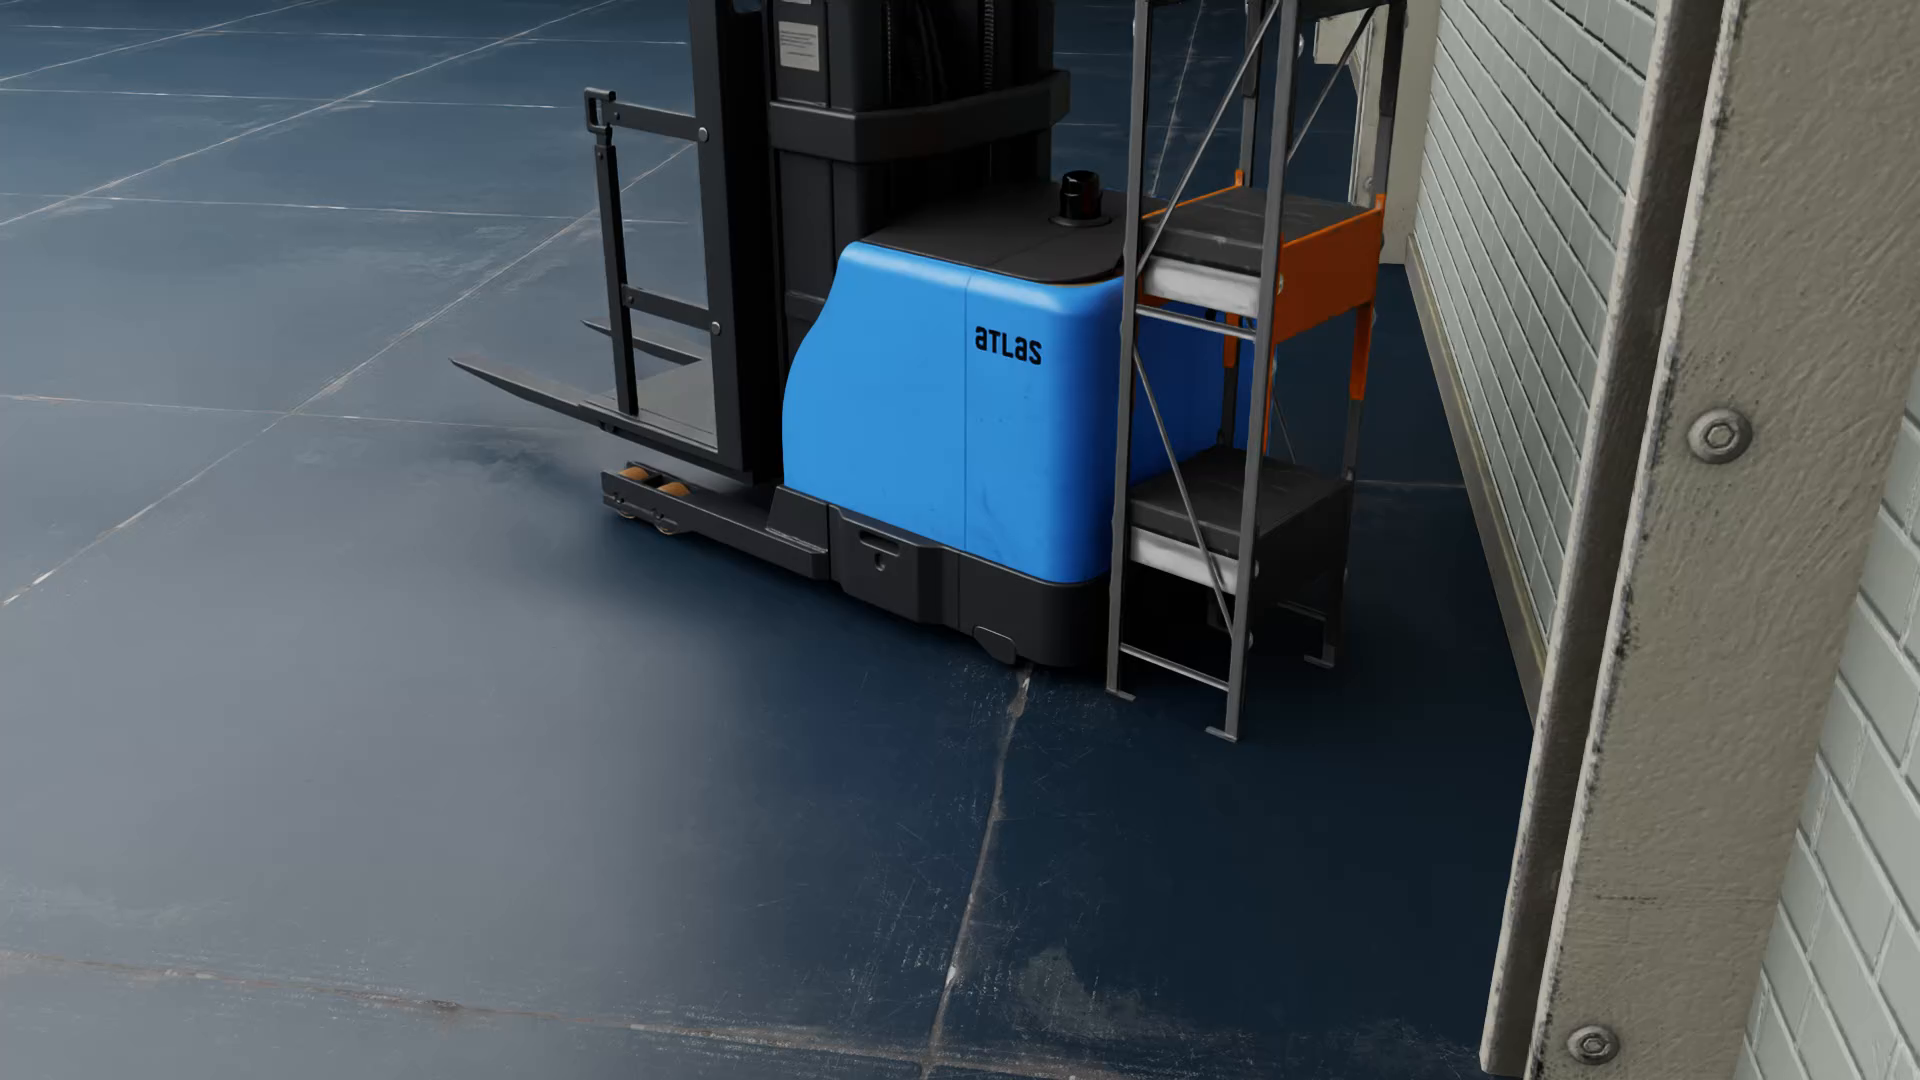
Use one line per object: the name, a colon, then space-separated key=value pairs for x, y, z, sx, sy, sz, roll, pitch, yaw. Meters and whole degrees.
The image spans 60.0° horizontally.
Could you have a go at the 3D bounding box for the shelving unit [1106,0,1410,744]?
shelving unit: x=0.701 y=-0.577 z=4.005 sx=0.431 sy=2.100 sz=0.503 roll=20 pitch=32 yaw=36

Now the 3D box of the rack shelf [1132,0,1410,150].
rack shelf: x=0.701 y=-1.198 z=3.714 sx=0.431 sy=0.518 sz=0.480 roll=20 pitch=32 yaw=36

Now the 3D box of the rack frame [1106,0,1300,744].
rack frame: x=0.543 y=-0.498 z=3.837 sx=0.400 sy=2.100 sz=0.015 roll=20 pitch=32 yaw=36

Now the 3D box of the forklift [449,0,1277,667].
forklift: x=-0.527 y=-1.494 z=4.983 sx=3.031 sy=2.935 sz=1.130 roll=20 pitch=32 yaw=36

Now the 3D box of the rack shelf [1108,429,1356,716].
rack shelf: x=0.701 y=0.070 z=4.308 sx=0.431 sy=0.518 sz=0.480 roll=20 pitch=32 yaw=36

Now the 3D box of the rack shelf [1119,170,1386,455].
rack shelf: x=0.701 y=-0.564 z=4.011 sx=0.431 sy=0.518 sz=0.480 roll=20 pitch=32 yaw=36

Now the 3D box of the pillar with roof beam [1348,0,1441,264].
pillar with roof beam: x=-2.157 y=-5.815 z=7.059 sx=9.100 sy=9.000 sz=0.400 roll=4 pitch=25 yaw=9

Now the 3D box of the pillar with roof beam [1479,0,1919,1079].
pillar with roof beam: x=-3.138 y=-3.306 z=1.698 sx=9.100 sy=9.000 sz=0.400 roll=4 pitch=25 yaw=9

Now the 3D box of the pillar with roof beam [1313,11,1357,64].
pillar with roof beam: x=-1.177 y=-8.325 z=12.420 sx=9.100 sy=9.000 sz=0.400 roll=4 pitch=25 yaw=9

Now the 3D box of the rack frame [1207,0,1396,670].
rack frame: x=0.859 y=-0.655 z=4.174 sx=0.400 sy=2.100 sz=0.015 roll=20 pitch=32 yaw=36
